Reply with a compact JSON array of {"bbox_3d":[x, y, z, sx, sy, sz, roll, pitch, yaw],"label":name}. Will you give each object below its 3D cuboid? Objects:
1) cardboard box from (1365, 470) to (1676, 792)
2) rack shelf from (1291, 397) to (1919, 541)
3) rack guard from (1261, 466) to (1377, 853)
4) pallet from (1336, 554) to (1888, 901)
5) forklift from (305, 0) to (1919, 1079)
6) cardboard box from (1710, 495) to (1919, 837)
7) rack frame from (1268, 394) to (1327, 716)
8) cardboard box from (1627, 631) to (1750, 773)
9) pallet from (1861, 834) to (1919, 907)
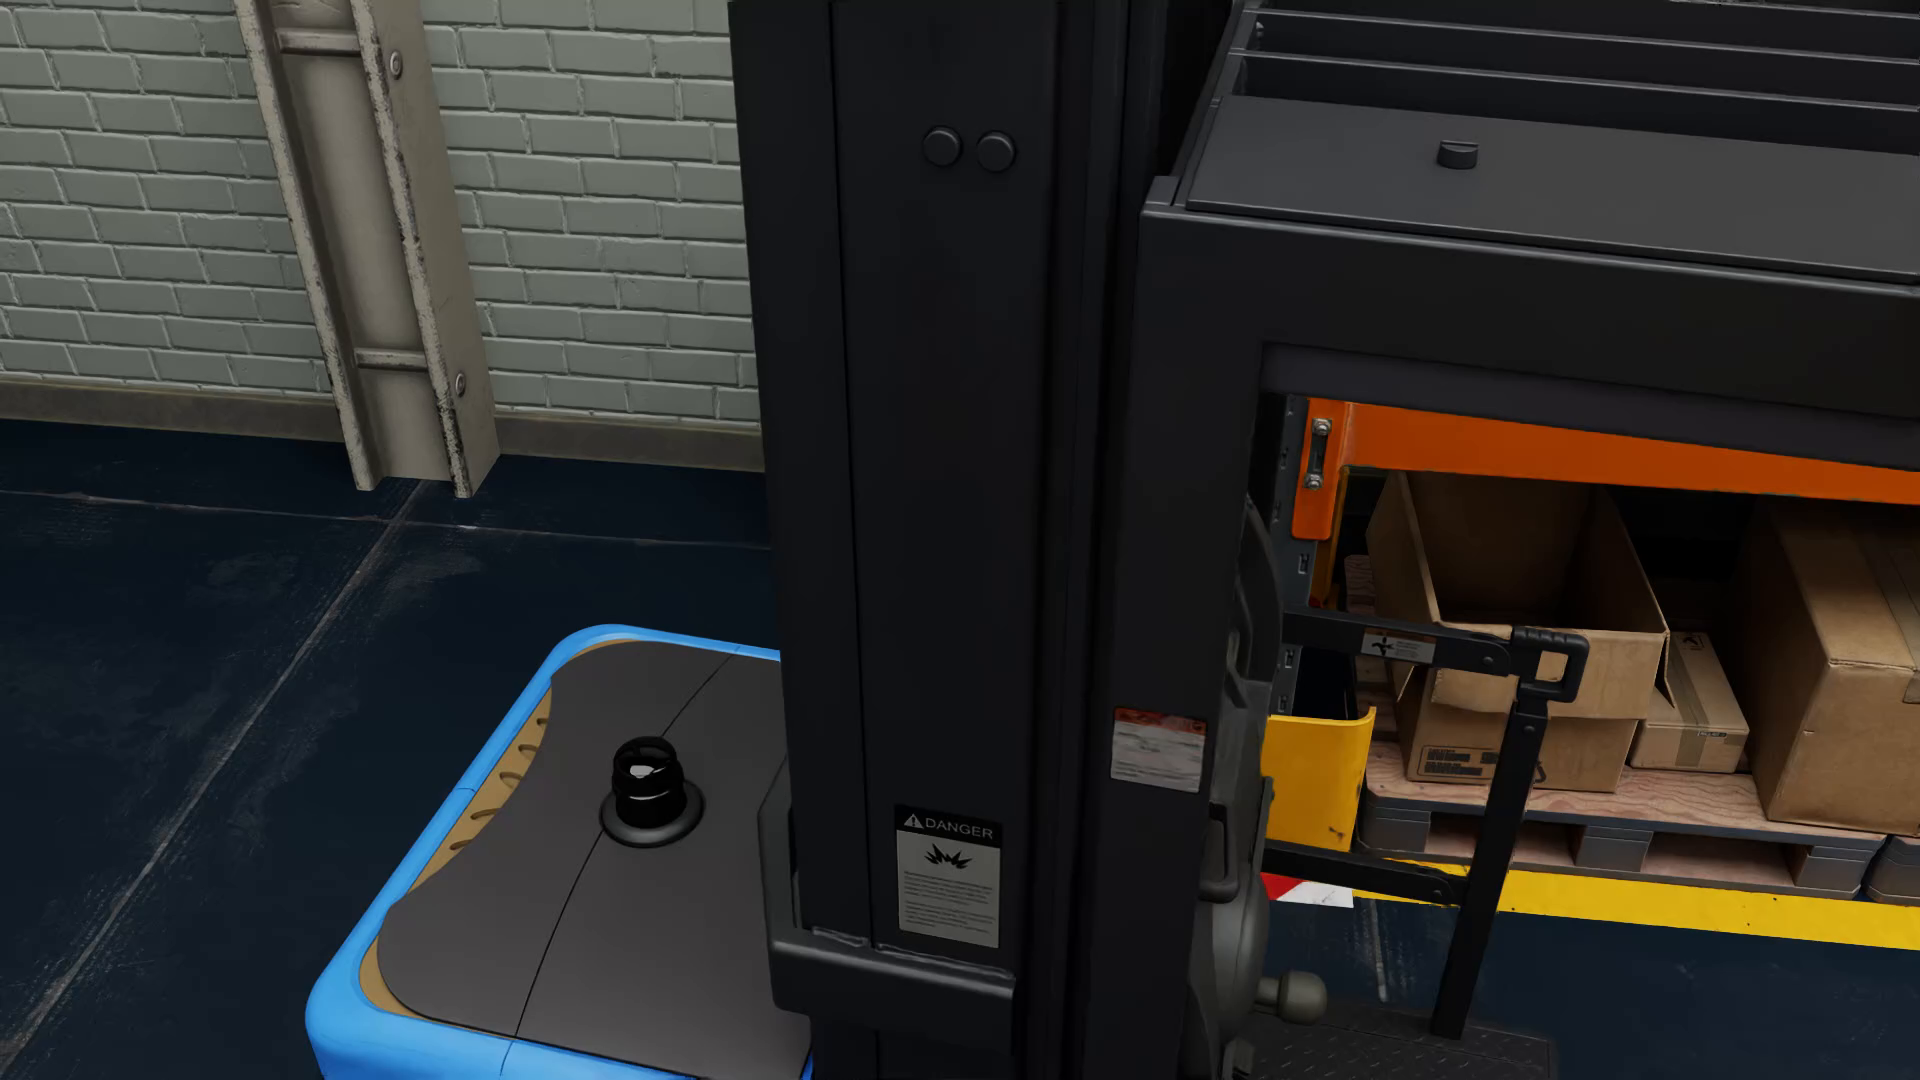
[{"bbox_3d":[1.377,0.203,4.172,0.637,0.503,0.797,3,36,4],"label":"cardboard box"},{"bbox_3d":[2.766,-0.302,3.710,4.000,0.370,1.077,4,36,6],"label":"rack shelf"},{"bbox_3d":[0.858,0.281,4.427,0.348,0.500,1.175,4,36,6],"label":"rack guard"},{"bbox_3d":[1.649,0.457,4.429,1.213,0.211,1.003,4,36,6],"label":"pallet"},{"bbox_3d":[0.578,0.309,2.293,3.031,2.935,1.130,8,36,12],"label":"forklift"},{"bbox_3d":[2.220,0.290,4.052,0.500,0.500,0.700,6,36,8],"label":"cardboard box"},{"bbox_3d":[0.782,-0.743,3.708,0.127,3.000,1.000,4,36,6],"label":"rack frame"},{"bbox_3d":[1.793,0.401,4.199,0.250,0.149,0.380,3,36,4],"label":"cardboard box"},{"bbox_3d":[2.855,0.548,4.300,1.213,0.211,1.003,4,36,6],"label":"pallet"}]
